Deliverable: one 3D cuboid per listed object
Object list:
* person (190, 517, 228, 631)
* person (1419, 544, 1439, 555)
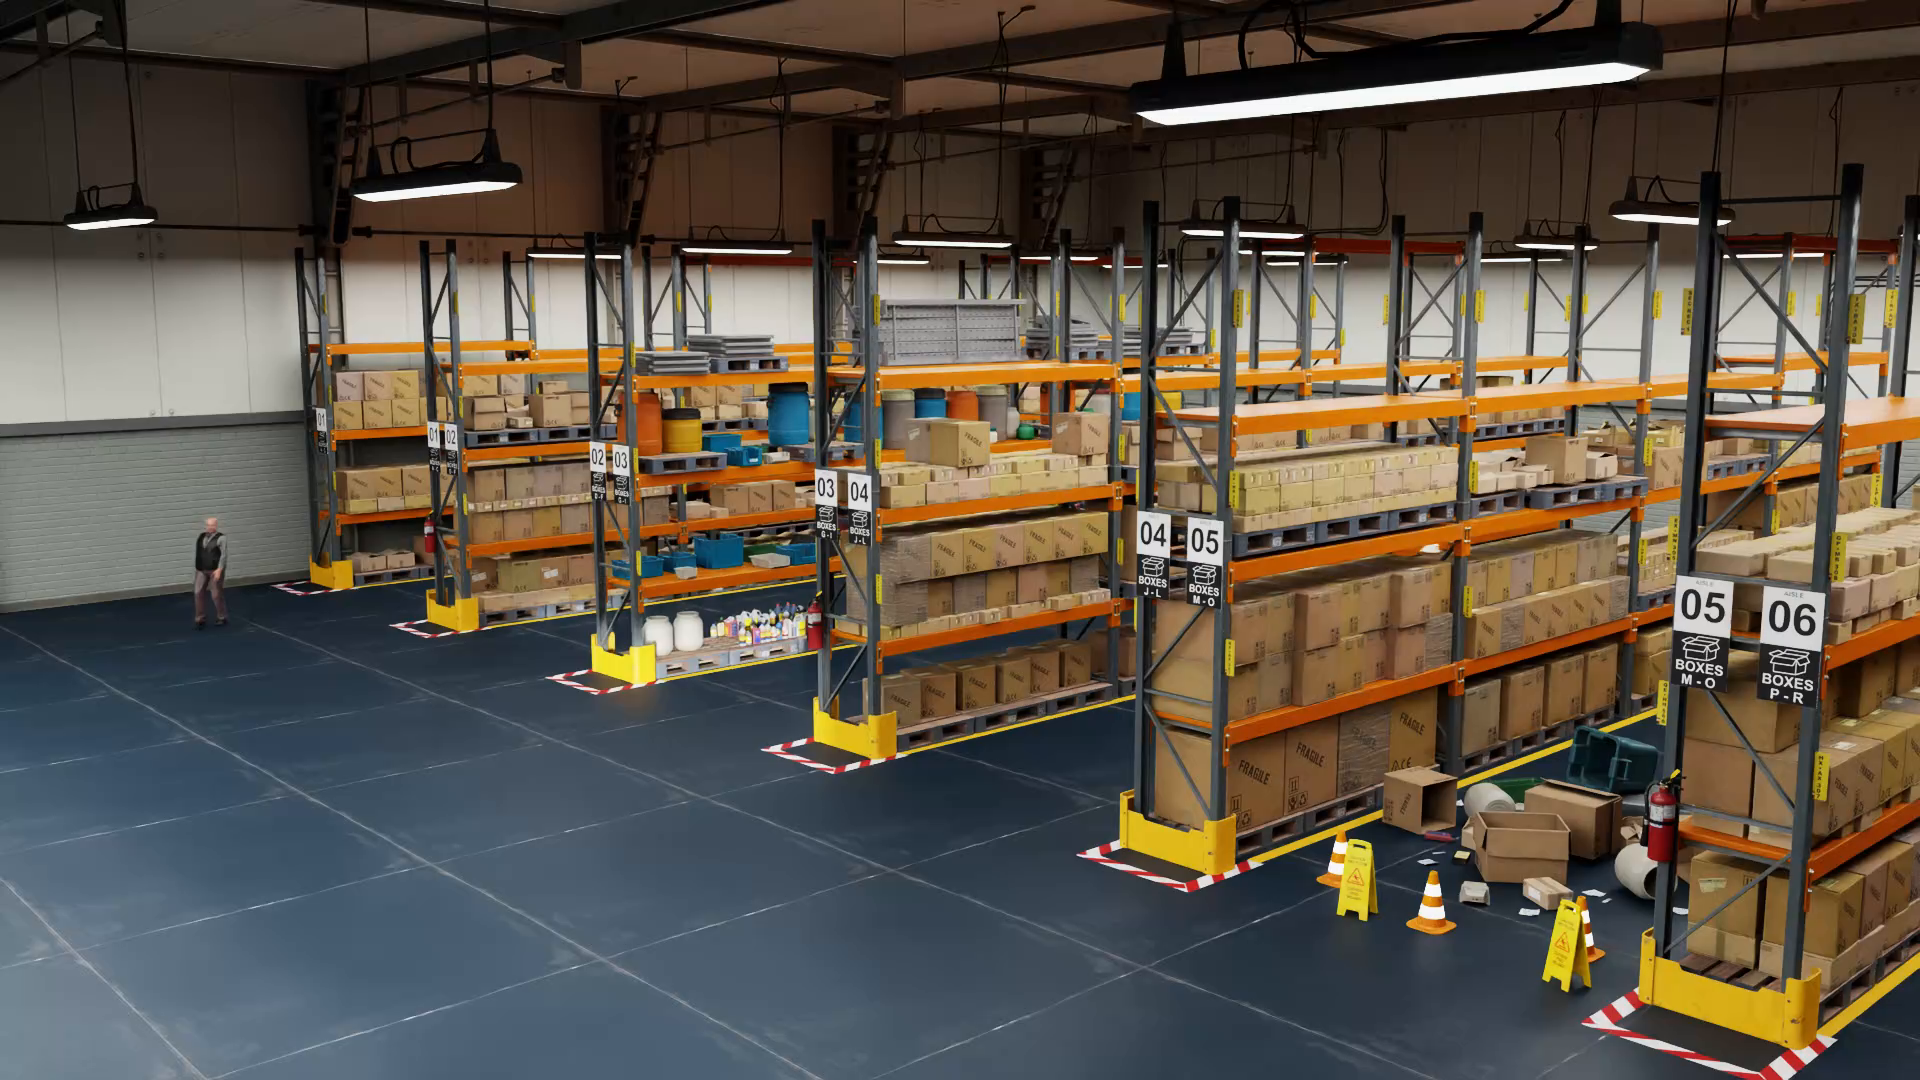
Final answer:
[{"bbox_3d":[-11.748,0.540,25.974,0.544,1.771,0.599,1,8,6],"label":"person"},{"bbox_3d":[6.742,0.868,23.505,0.528,1.732,0.948,8,12,43],"label":"person"}]
